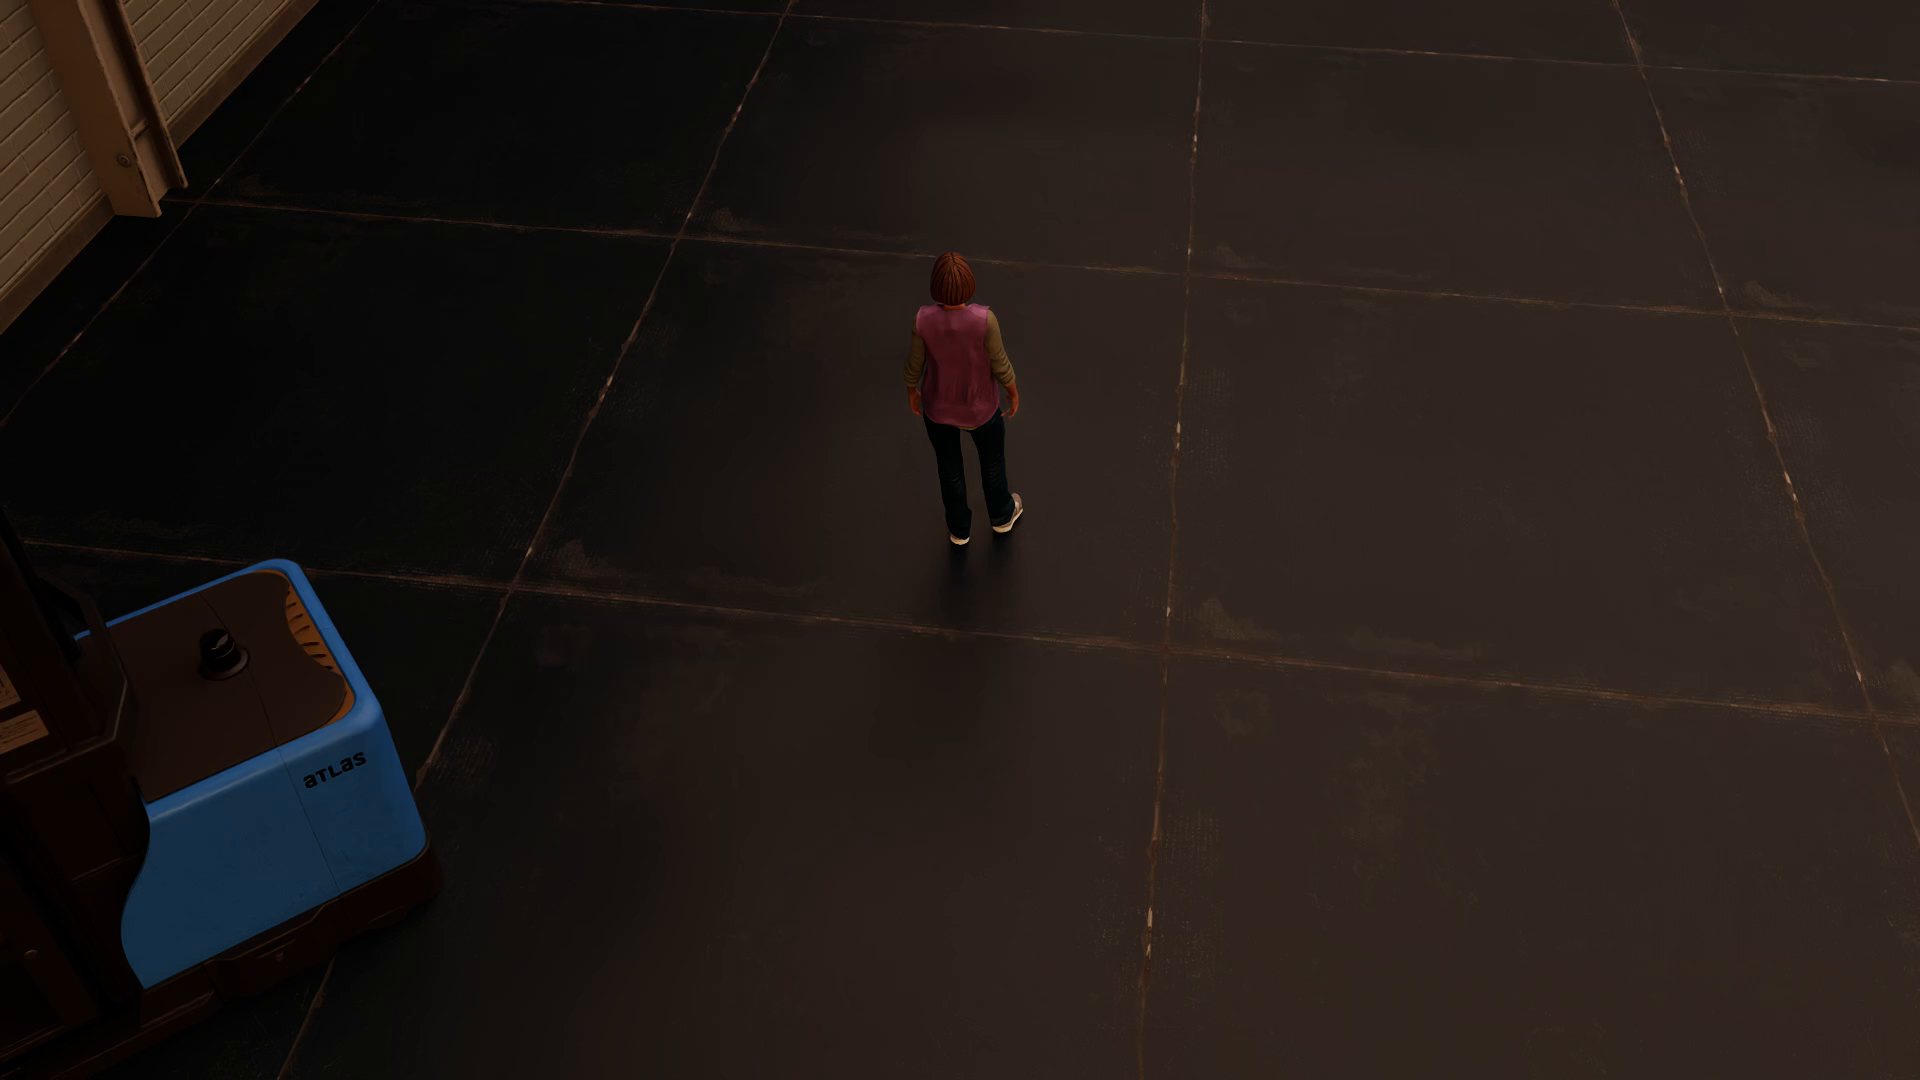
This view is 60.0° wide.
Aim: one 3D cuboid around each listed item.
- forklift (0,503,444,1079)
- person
[{"bbox_3d":[-3.480,0.592,5.079,3.031,2.935,1.130,-25,48,-25],"label":"forklift"},{"bbox_3d":[0.024,-0.637,7.404,0.520,1.585,0.473,5,43,6],"label":"person"}]
